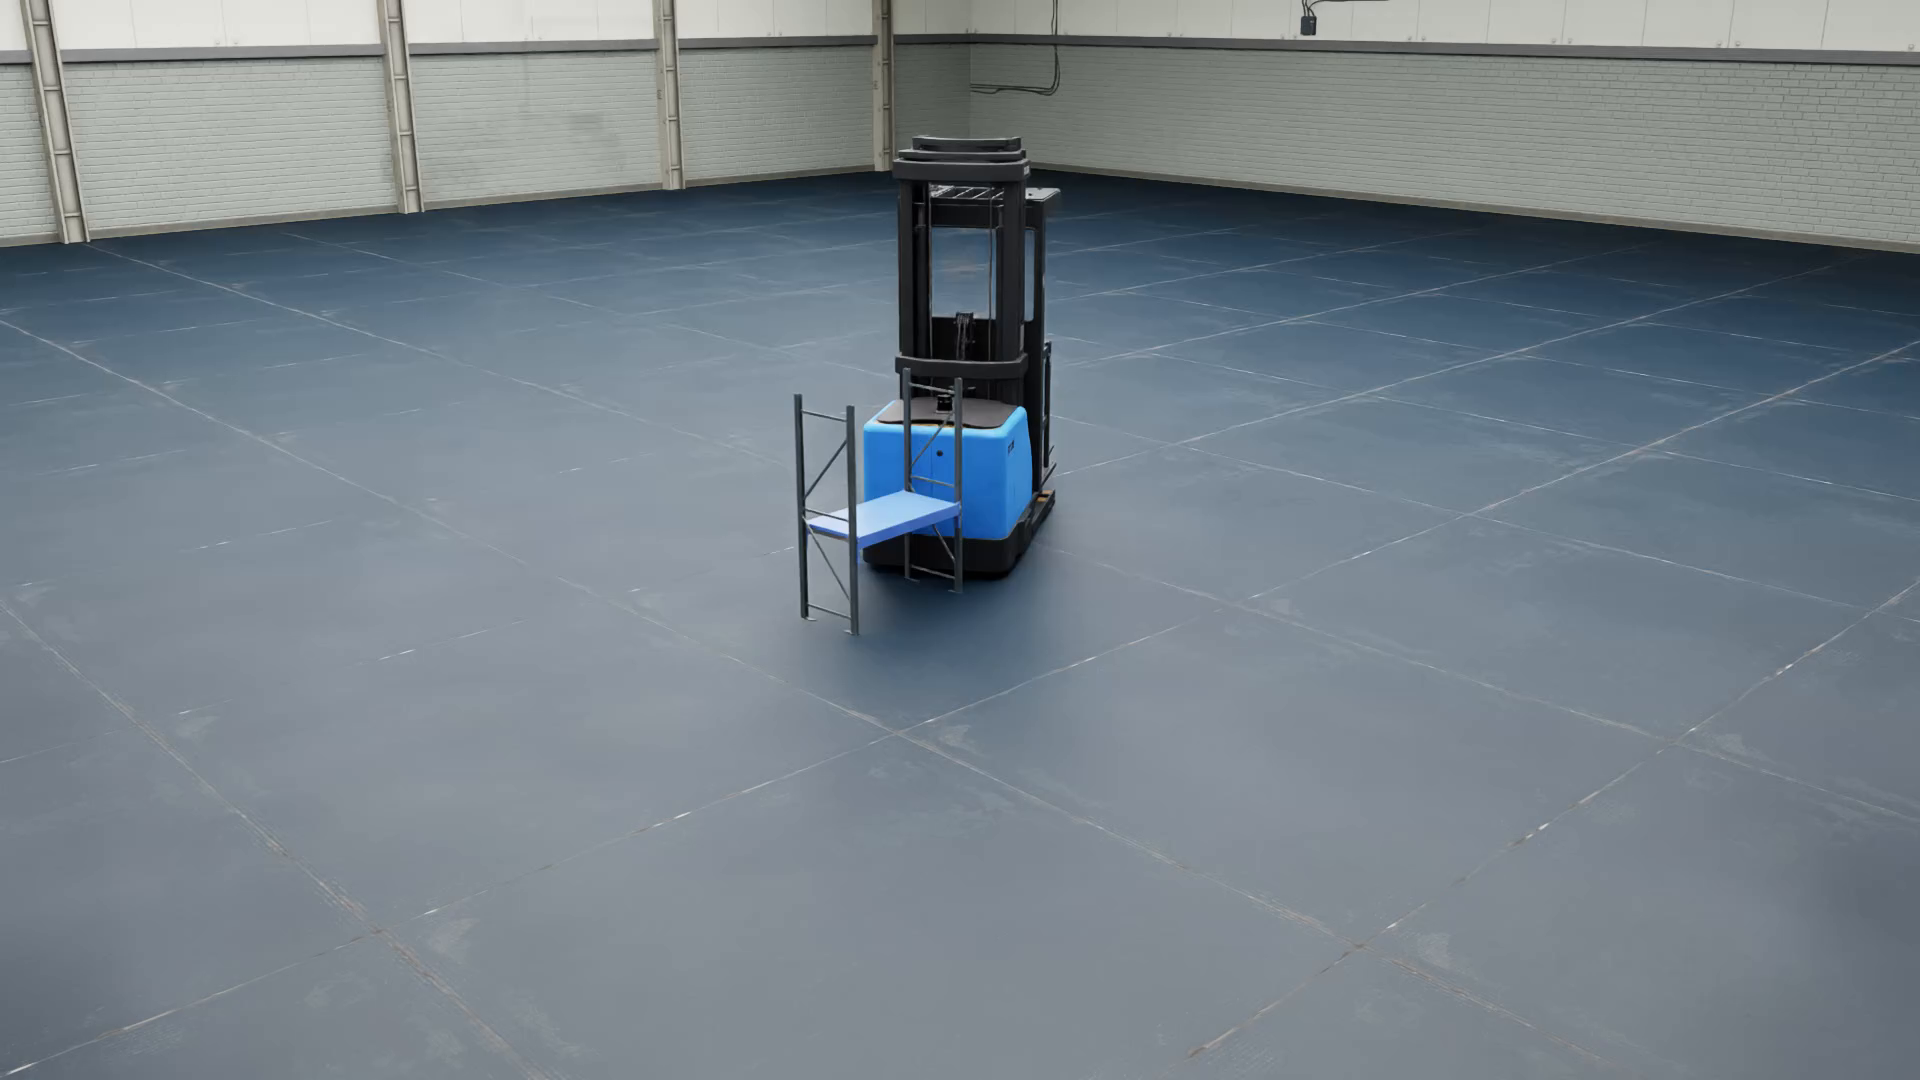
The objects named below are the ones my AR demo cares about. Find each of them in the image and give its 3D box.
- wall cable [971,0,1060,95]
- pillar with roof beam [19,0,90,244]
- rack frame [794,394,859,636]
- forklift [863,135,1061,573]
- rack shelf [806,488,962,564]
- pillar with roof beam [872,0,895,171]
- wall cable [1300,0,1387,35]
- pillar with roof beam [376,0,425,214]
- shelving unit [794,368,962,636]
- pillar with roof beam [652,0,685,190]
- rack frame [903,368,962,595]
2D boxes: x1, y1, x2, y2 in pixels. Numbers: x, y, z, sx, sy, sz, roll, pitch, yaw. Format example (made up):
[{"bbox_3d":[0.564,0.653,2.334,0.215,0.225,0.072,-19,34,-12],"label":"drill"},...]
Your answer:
[{"bbox_3d":[1.249,-11.961,39.820,0.112,2.526,3.097,-16,24,-41],"label":"wall cable"},{"bbox_3d":[-11.921,-8.331,23.590,0.400,9.000,9.100,-16,24,-41],"label":"pillar with roof beam"},{"bbox_3d":[-0.844,-0.154,10.528,0.500,1.500,0.032,15,23,38],"label":"rack frame"},{"bbox_3d":[0.139,-1.582,12.613,1.130,2.935,3.031,4,18,12],"label":"forklift"},{"bbox_3d":[-0.514,-0.102,10.951,0.538,0.185,1.000,15,23,38],"label":"rack shelf"},{"bbox_3d":[1.158,-12.145,35.354,0.400,9.000,9.100,-16,24,-41],"label":"pillar with roof beam"},{"bbox_3d":[7.760,-12.925,32.244,0.169,6.003,2.305,-16,24,-41],"label":"wall cable"},{"bbox_3d":[-7.561,-9.603,27.511,0.400,9.000,9.100,-16,24,-41],"label":"pillar with roof beam"},{"bbox_3d":[-0.514,-0.273,10.896,0.538,1.500,1.048,15,23,38],"label":"shelving unit"},{"bbox_3d":[-3.202,-10.874,31.433,0.400,9.000,9.100,-16,24,-41],"label":"pillar with roof beam"},{"bbox_3d":[-0.184,-0.392,11.263,0.500,1.500,0.032,15,23,38],"label":"rack frame"}]
